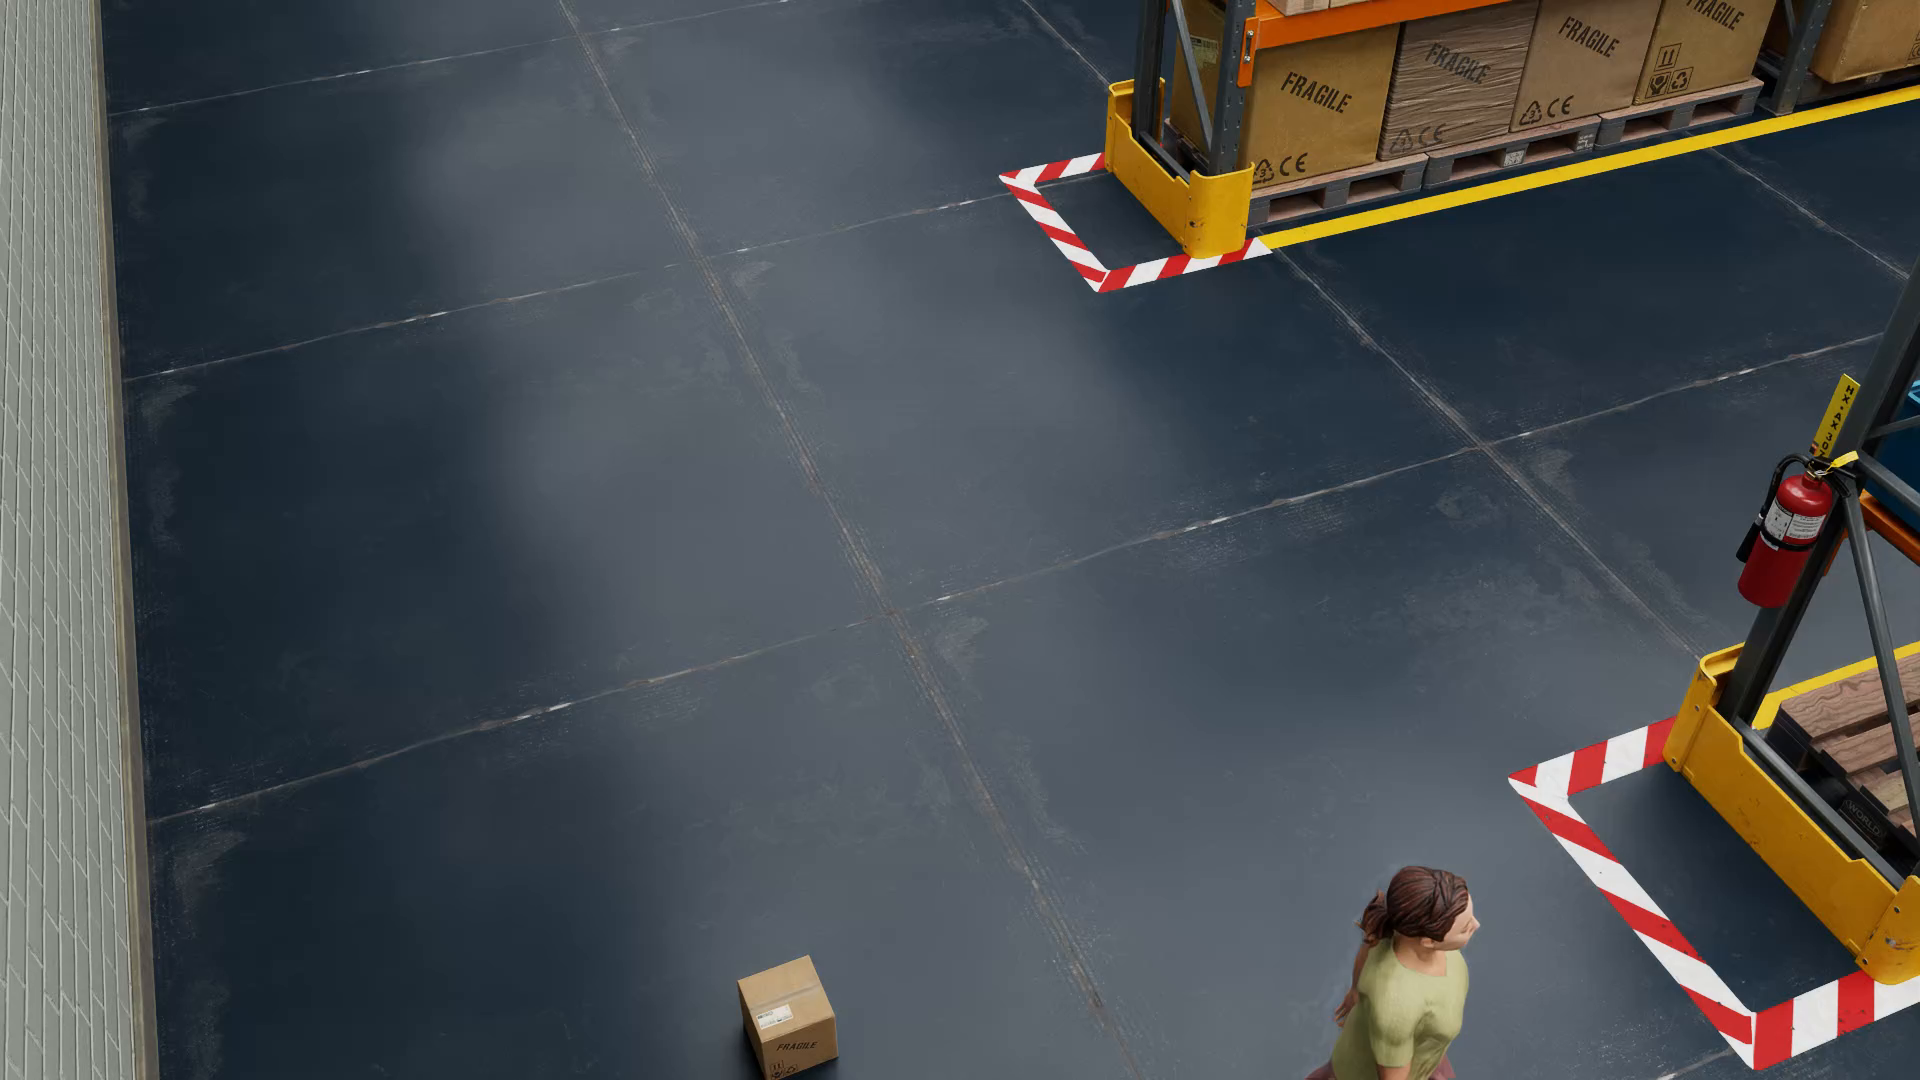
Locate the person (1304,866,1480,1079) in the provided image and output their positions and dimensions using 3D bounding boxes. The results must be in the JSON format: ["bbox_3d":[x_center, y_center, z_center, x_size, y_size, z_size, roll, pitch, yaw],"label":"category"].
[{"bbox_3d":[1.233,1.446,4.528,1.027,1.605,0.458,18,45,19],"label":"person"}]
